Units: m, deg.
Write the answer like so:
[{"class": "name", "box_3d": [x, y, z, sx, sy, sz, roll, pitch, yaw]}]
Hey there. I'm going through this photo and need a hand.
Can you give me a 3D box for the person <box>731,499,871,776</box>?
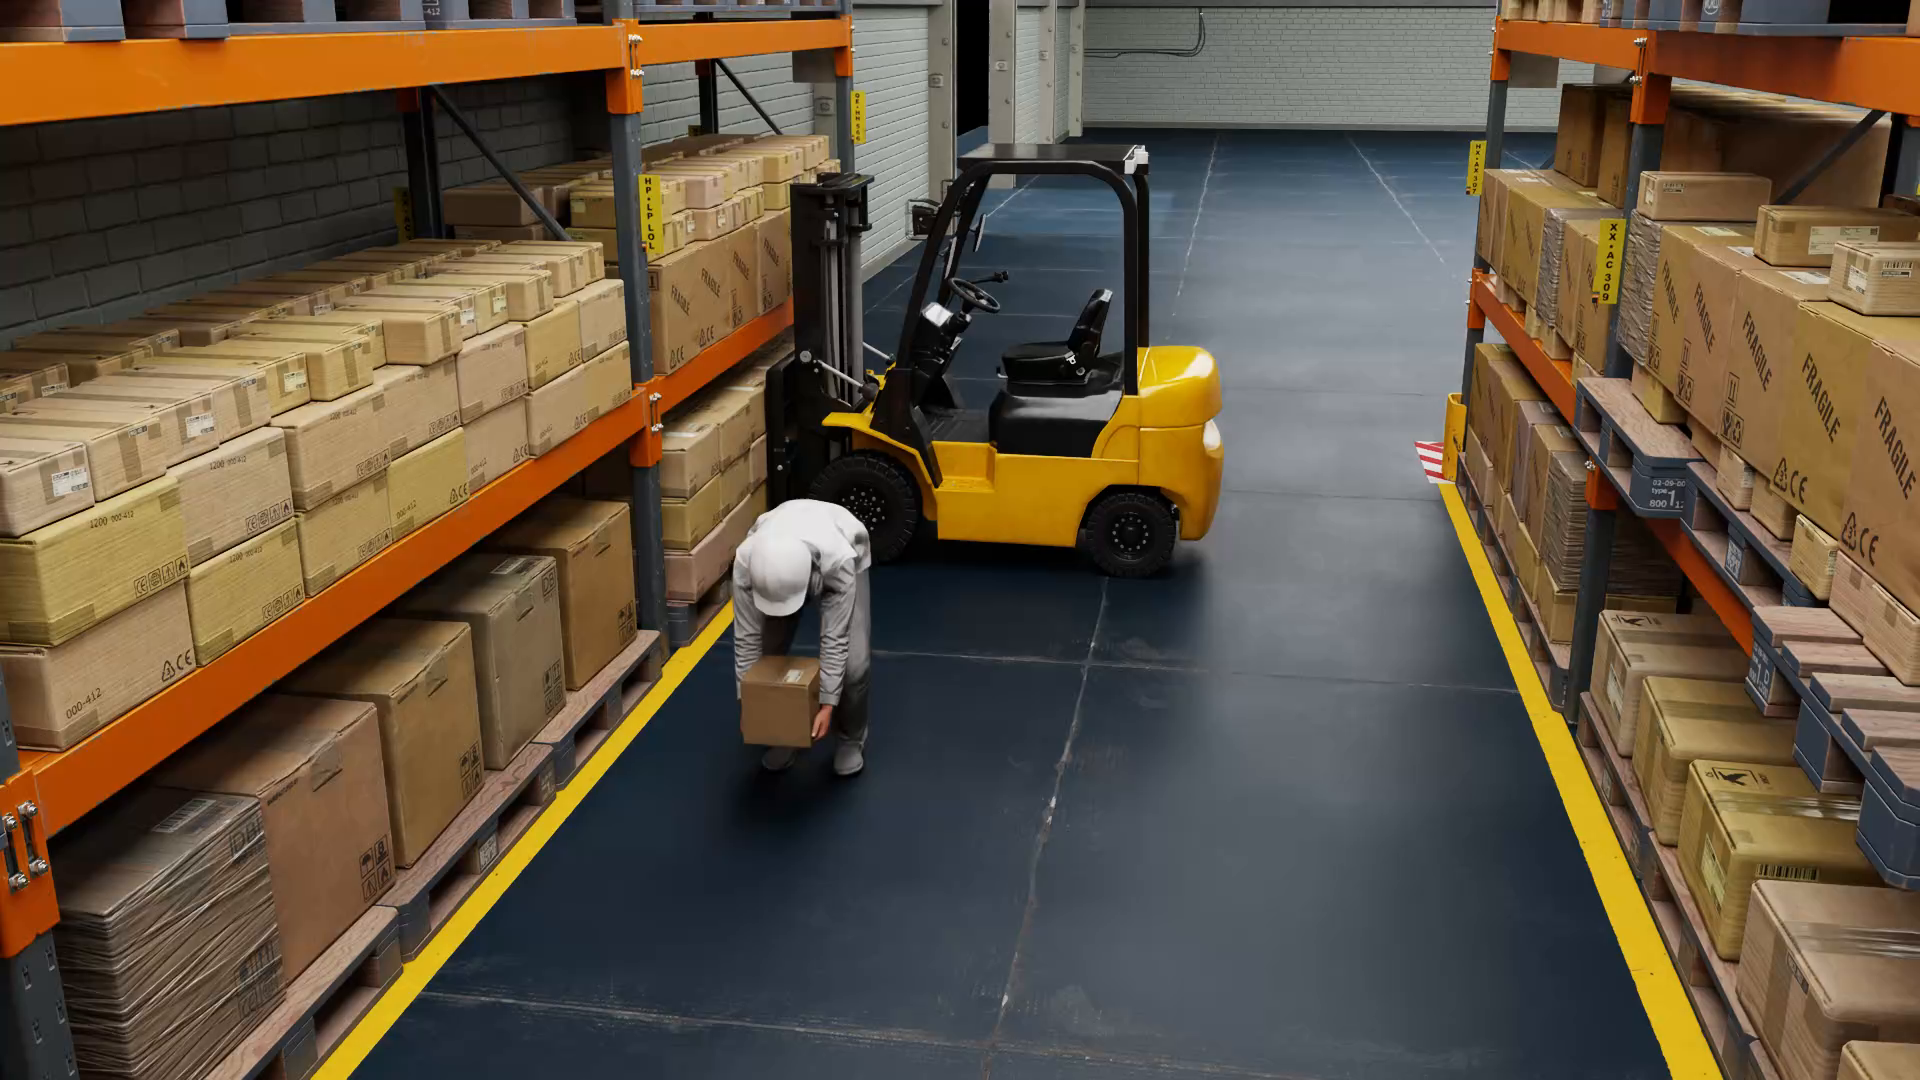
[{"class": "person", "box_3d": [-0.598, 0.406, 6.292, 0.495, 1.133, 0.992, 2, 18, 6]}]
